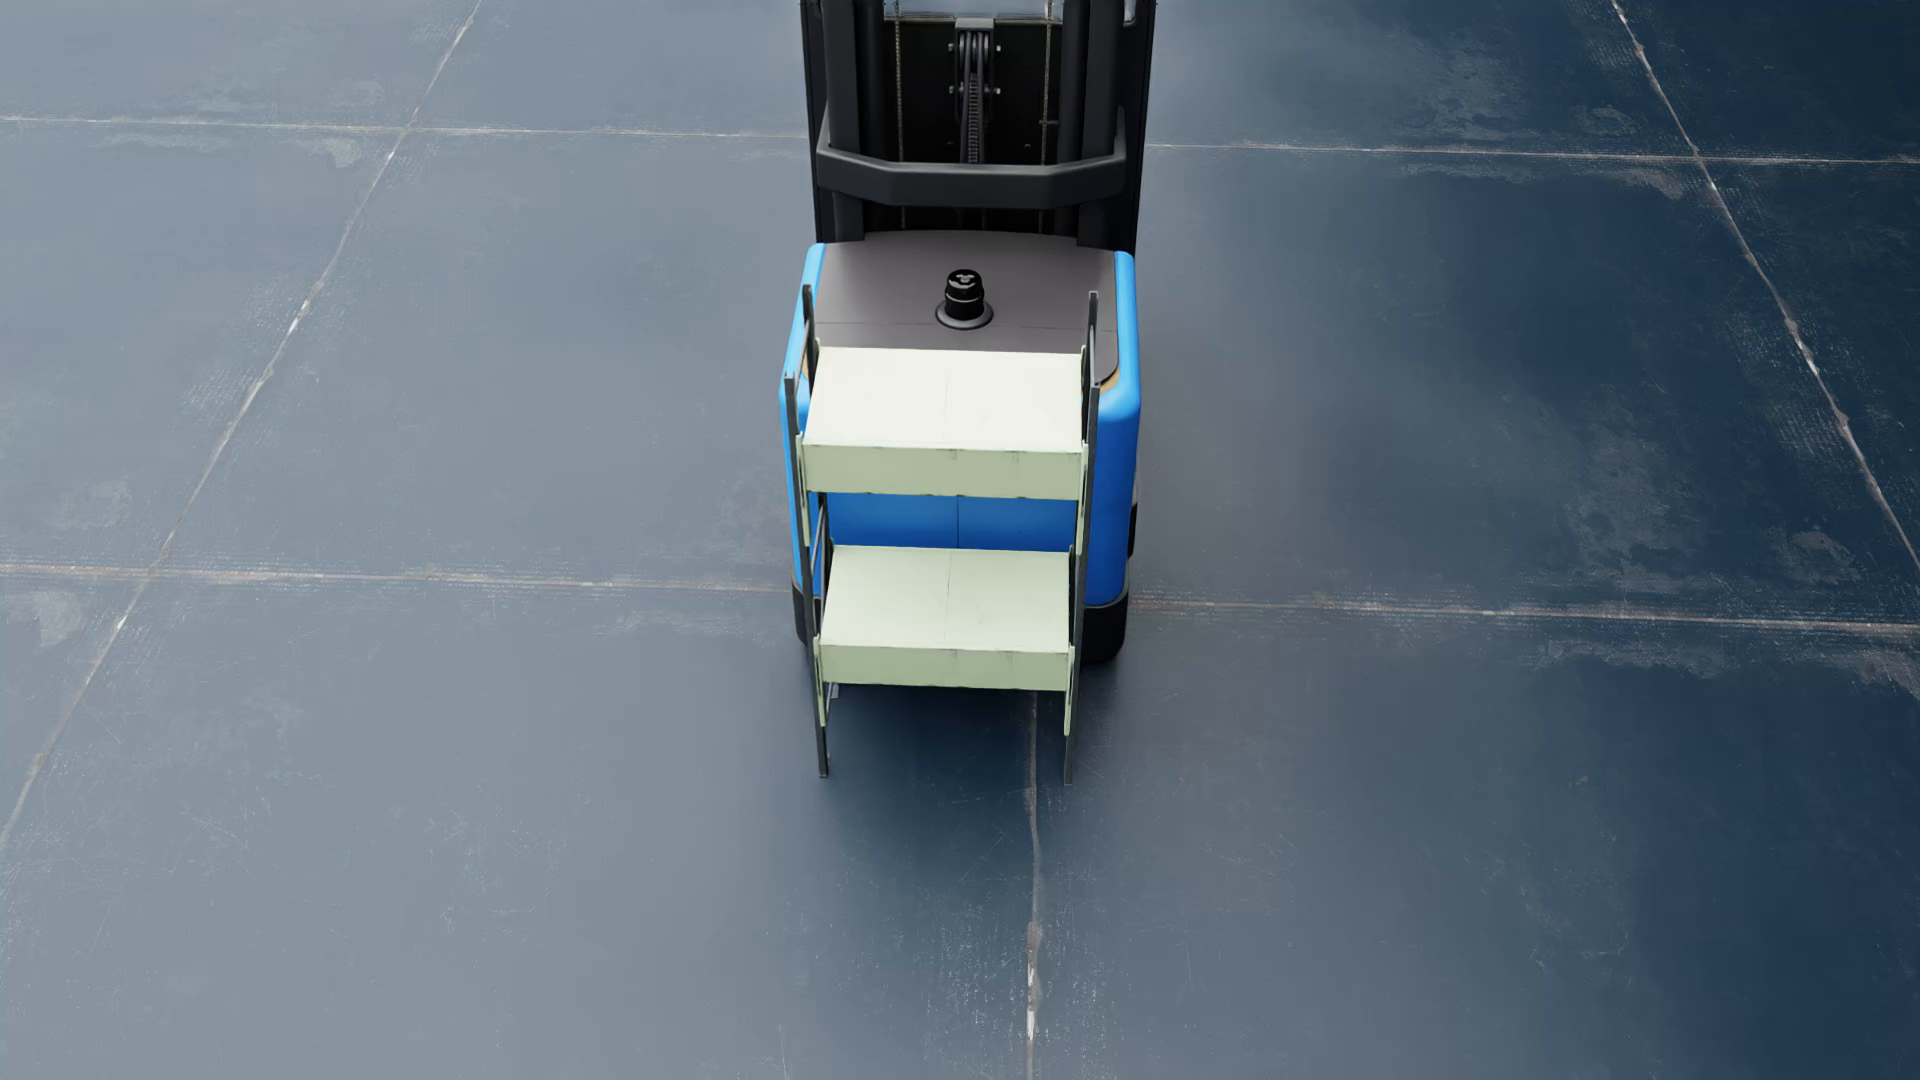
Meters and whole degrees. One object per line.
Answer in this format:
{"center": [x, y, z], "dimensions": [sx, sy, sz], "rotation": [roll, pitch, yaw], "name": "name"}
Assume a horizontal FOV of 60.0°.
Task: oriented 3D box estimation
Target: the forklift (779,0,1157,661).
{"center": [0.066, -1.682, 5.406], "dimensions": [1.130, 2.935, 3.031], "rotation": [2, 43, 2], "name": "forklift"}

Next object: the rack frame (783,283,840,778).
{"center": [-0.400, 0.028, 4.620], "dimensions": [0.023, 1.500, 0.400], "rotation": [2, 43, 2], "name": "rack frame"}

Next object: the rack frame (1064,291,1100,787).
{"center": [0.331, 0.051, 4.594], "dimensions": [0.023, 1.500, 0.400], "rotation": [2, 43, 2], "name": "rack frame"}

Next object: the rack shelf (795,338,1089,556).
{"center": [-0.035, -0.246, 4.341], "dimensions": [0.720, 0.370, 0.431], "rotation": [2, 43, 2], "name": "rack shelf"}

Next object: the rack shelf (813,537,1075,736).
{"center": [-0.035, 0.278, 4.829], "dimensions": [0.720, 0.370, 0.431], "rotation": [2, 43, 2], "name": "rack shelf"}

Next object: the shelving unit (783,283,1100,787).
{"center": [-0.035, 0.040, 4.607], "dimensions": [0.755, 1.500, 0.431], "rotation": [2, 43, 2], "name": "shelving unit"}
